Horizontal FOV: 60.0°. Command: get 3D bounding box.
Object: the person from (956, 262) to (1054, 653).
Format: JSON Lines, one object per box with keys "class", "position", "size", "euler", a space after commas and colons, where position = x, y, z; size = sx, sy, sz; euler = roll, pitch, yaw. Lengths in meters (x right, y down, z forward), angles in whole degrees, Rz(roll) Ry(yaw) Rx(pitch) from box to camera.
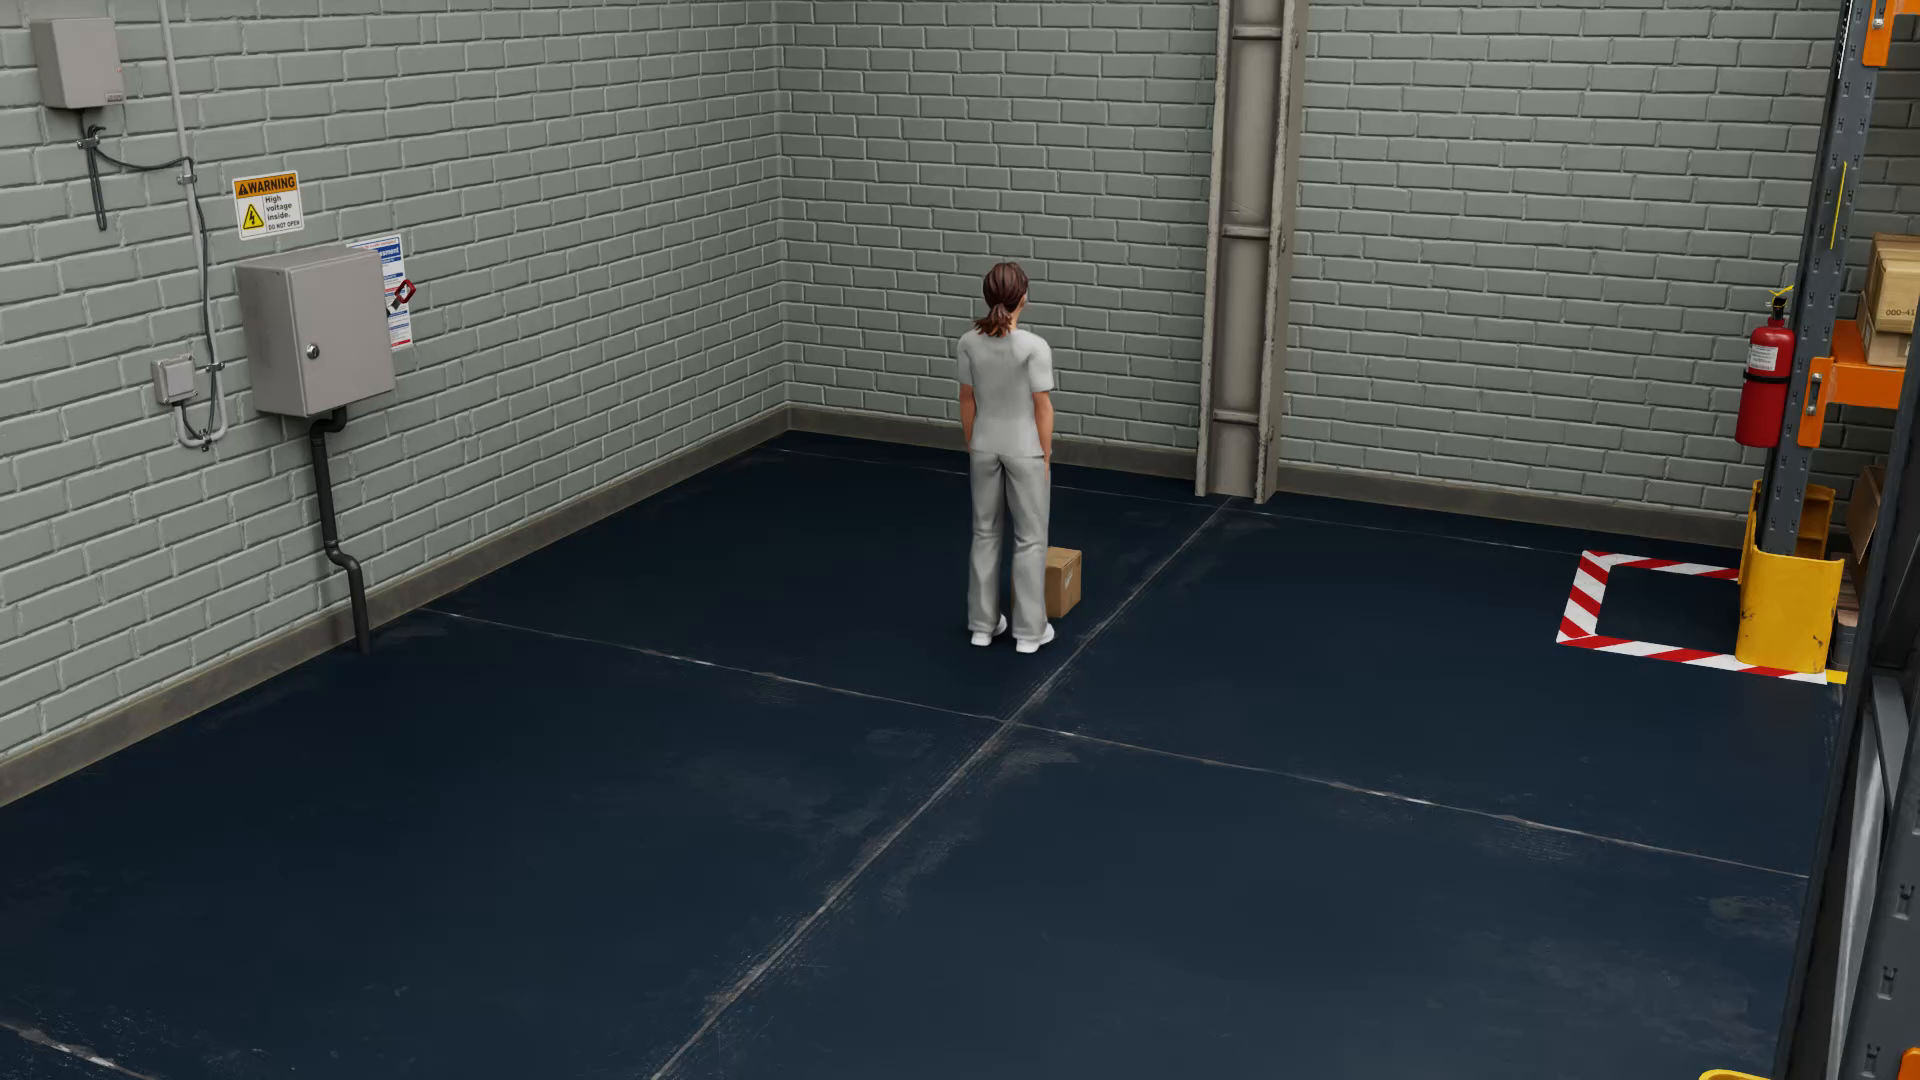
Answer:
{"class": "person", "position": [0.197, -0.342, 7.062], "size": [0.440, 1.676, 0.381], "euler": [9, 21, 24]}
